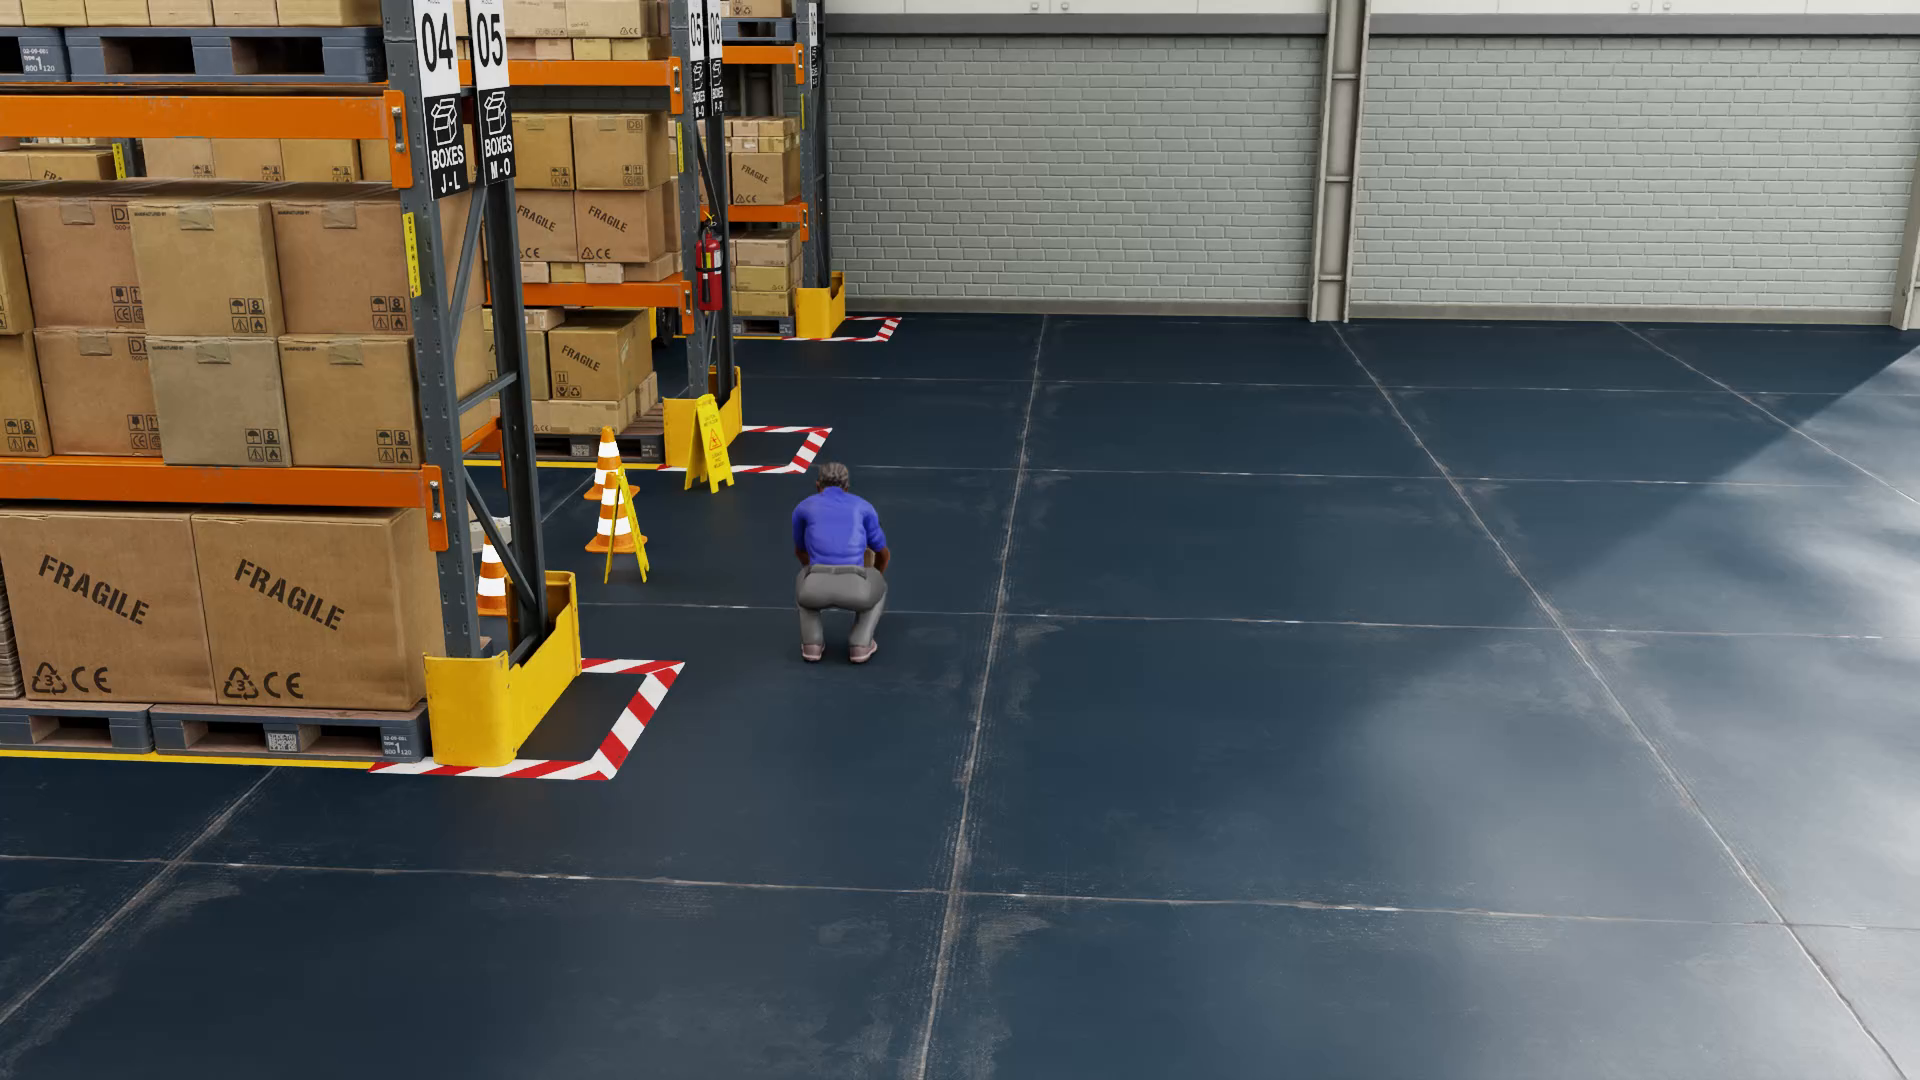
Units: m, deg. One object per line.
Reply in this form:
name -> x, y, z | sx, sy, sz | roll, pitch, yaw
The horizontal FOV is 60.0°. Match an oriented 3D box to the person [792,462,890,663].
person -> -0.625, 0.104, 8.478 | 0.501, 0.915, 0.830 | 1, 18, 4
